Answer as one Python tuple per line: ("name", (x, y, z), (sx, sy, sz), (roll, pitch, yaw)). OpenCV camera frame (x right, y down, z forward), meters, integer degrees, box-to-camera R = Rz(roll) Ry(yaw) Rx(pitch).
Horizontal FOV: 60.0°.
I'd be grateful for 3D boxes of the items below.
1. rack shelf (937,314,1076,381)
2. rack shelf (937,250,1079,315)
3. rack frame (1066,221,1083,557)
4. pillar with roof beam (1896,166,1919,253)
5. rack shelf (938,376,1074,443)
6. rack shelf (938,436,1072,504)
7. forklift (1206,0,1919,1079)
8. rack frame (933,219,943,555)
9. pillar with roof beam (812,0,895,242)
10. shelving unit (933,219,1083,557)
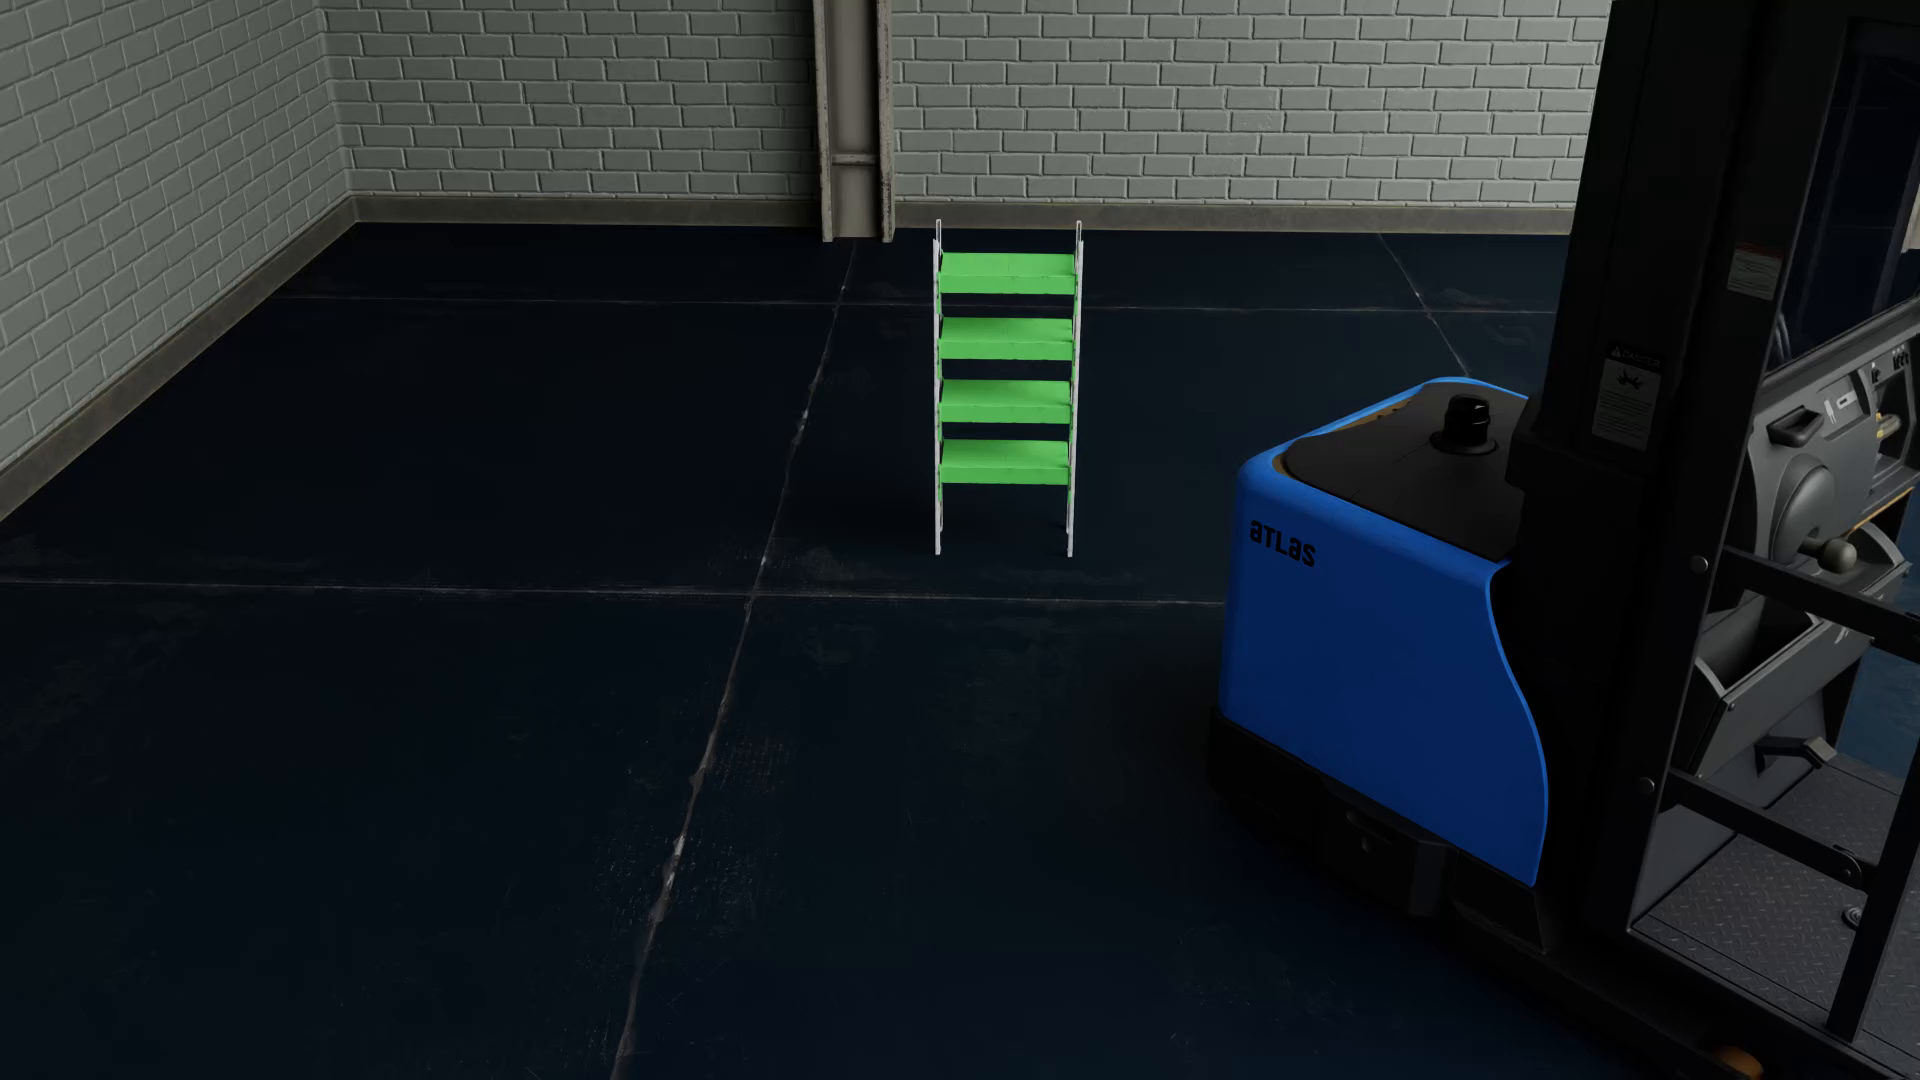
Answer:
("rack shelf", (0.165, -0.683, 5.881), (0.480, 0.148, 0.258), (1, 28, 2))
("rack shelf", (0.165, -0.895, 5.769), (0.480, 0.148, 0.258), (1, 28, 2))
("rack frame", (0.409, -0.523, 5.956), (0.015, 1.200, 0.240), (1, 28, 2))
("pillar with roof beam", (5.263, -3.627, 3.484), (0.400, 9.000, 9.100), (1, 28, 2))
("rack shelf", (0.165, -0.471, 5.994), (0.480, 0.148, 0.258), (1, 28, 2))
("rack shelf", (0.165, -0.259, 6.106), (0.480, 0.148, 0.258), (1, 28, 2))
("forklift", (2.060, -0.181, 3.461), (1.130, 2.935, 3.031), (-22, 35, -36))
("rack frame", (-0.078, -0.531, 5.971), (0.015, 1.200, 0.240), (1, 28, 2))
("pillar with roof beam", (-0.733, -3.726, 3.671), (0.400, 9.000, 9.100), (1, 28, 2))
("shelving unit", (0.165, -0.527, 5.964), (0.503, 1.200, 0.258), (1, 28, 2))
